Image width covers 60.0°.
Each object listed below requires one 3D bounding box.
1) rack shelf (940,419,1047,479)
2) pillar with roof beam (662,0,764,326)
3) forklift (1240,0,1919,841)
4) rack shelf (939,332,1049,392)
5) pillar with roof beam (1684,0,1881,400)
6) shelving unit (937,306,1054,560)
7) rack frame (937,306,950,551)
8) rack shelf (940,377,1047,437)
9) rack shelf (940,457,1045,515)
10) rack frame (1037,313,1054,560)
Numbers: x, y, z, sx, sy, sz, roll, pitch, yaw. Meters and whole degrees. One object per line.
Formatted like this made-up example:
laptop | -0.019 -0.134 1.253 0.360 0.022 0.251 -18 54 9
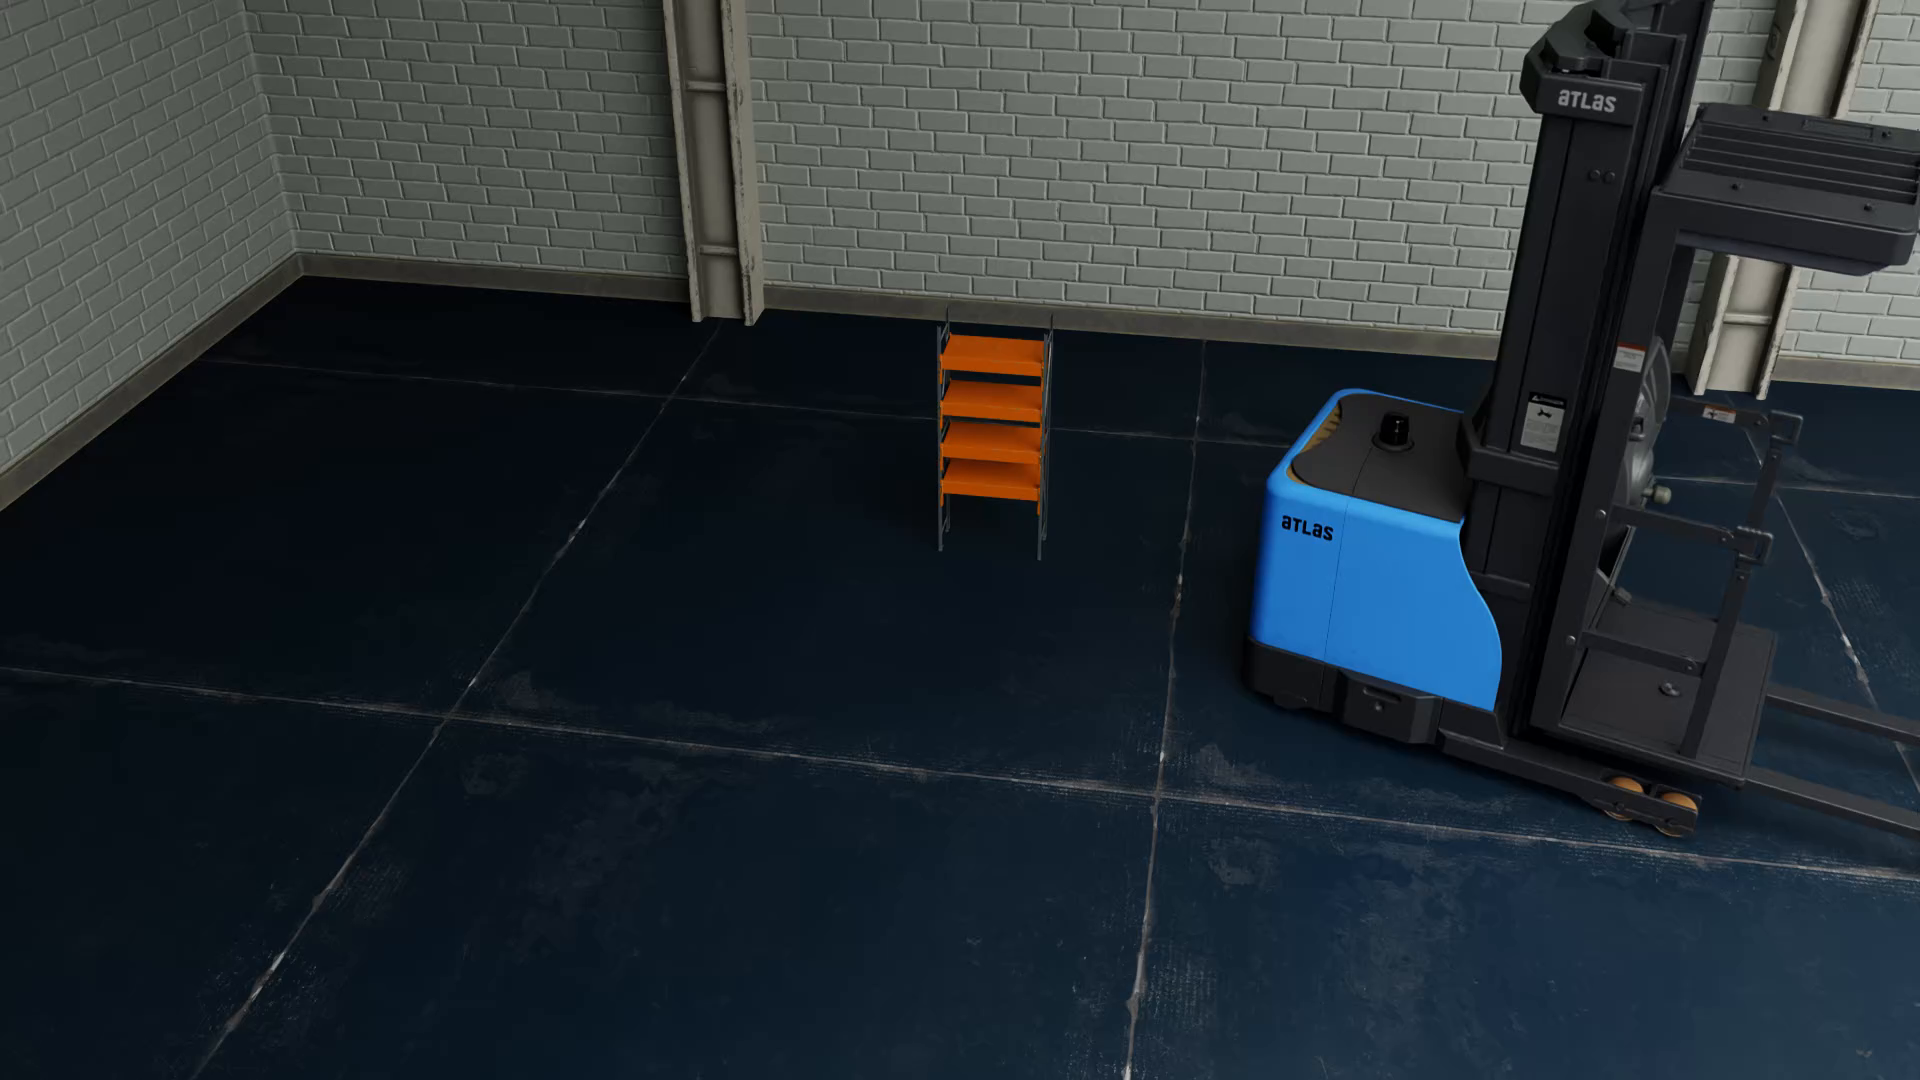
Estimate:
rack shelf | 0.163 -0.437 7.944 0.480 0.148 0.258 5 32 8
pillar with roof beam | -2.189 -2.999 4.560 0.400 9.000 9.100 5 32 8
forklift | 2.750 -0.421 6.160 3.031 2.935 1.130 16 36 24
rack shelf | 0.163 -0.827 7.700 0.480 0.148 0.258 5 32 8
pillar with roof beam | 3.725 -2.464 3.705 0.400 9.000 9.100 5 32 8
shelving unit | 0.163 -0.494 7.908 0.503 1.200 0.258 5 32 8
rack frame | -0.077 -0.516 7.943 0.015 1.200 0.240 5 32 8
rack shelf | 0.163 -0.626 7.825 0.480 0.148 0.258 5 32 8
rack shelf | 0.163 -0.268 8.049 0.480 0.148 0.258 5 32 8
rack frame | 0.404 -0.472 7.873 0.015 1.200 0.240 5 32 8
